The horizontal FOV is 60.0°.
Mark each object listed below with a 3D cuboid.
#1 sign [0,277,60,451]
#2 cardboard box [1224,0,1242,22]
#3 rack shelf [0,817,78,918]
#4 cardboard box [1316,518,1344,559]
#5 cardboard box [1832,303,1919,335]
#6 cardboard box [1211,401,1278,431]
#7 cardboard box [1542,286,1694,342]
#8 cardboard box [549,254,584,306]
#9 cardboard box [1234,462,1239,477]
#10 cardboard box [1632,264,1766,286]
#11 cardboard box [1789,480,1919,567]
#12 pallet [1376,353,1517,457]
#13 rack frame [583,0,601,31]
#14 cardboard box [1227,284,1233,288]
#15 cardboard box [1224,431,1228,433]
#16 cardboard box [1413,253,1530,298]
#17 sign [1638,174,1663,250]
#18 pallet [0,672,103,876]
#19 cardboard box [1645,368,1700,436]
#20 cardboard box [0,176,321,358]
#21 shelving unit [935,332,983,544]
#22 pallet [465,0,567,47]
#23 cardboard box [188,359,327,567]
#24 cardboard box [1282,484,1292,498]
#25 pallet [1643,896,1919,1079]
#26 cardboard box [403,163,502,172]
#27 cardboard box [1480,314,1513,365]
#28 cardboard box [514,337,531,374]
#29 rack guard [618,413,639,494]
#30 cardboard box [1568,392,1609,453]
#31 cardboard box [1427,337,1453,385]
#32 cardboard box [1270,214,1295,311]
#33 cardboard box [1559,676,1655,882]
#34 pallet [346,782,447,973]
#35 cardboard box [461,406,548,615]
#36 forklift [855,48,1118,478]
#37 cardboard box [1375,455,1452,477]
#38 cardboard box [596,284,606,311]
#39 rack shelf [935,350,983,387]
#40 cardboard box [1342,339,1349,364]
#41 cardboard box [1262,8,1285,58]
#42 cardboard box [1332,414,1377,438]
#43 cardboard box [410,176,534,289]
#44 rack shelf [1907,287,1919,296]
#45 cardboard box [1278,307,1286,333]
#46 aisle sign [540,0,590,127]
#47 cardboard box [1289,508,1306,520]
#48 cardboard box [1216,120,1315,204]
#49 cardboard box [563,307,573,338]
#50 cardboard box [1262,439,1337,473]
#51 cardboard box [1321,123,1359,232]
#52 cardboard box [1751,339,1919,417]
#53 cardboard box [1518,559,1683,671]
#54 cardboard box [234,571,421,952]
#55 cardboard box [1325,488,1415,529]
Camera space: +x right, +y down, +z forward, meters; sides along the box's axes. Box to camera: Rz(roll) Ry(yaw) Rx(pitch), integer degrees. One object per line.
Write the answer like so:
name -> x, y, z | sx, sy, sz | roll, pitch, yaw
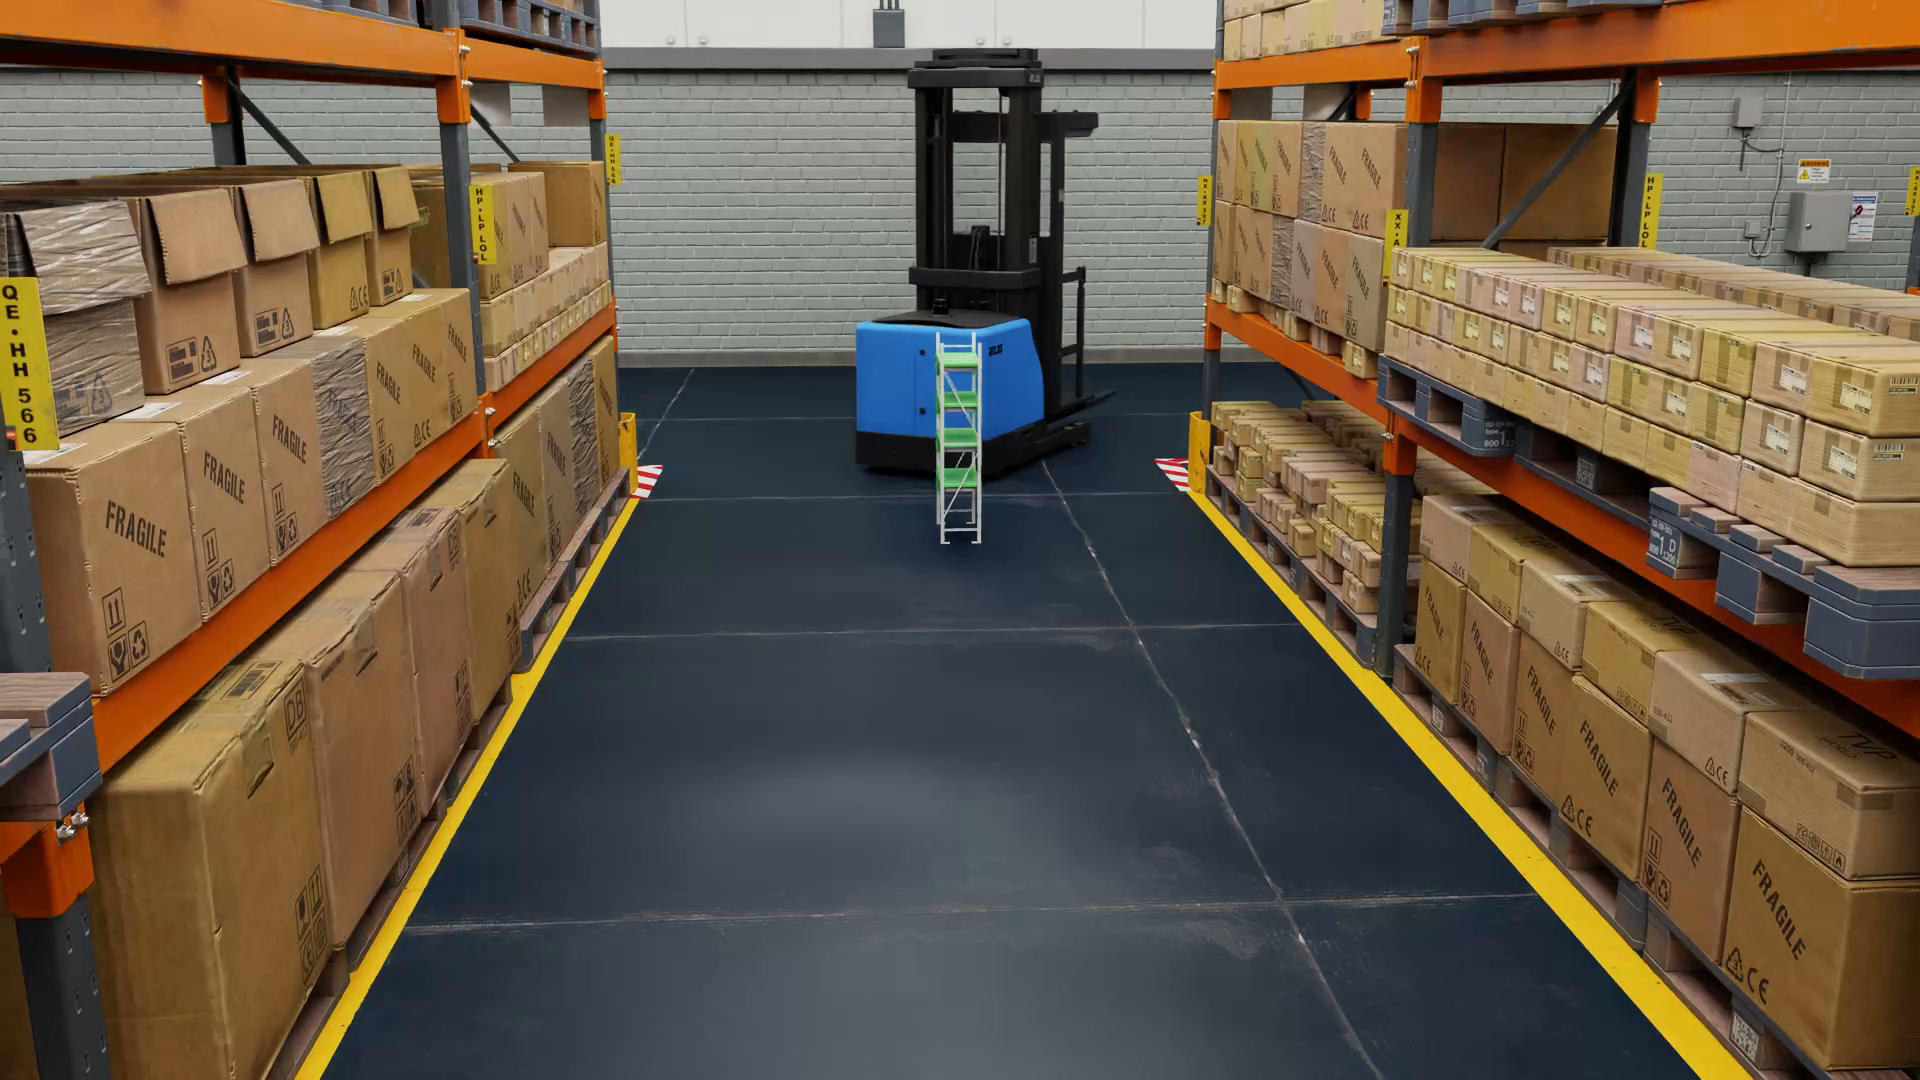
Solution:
sign -> -1.758, -0.327, 3.113 | 0.100, 0.325, 0.005 | -1, 14, -3
cardboard box -> 1.930, -3.342, 10.272 | 0.500, 0.250, 0.500 | -1, 14, -3
rack shelf -> -2.175, 1.052, 1.362 | 1.077, 0.370, 4.000 | -1, 14, -3
cardboard box -> 2.010, -0.014, 8.342 | 0.380, 0.149, 0.250 | -1, 14, -5
cardboard box -> 2.758, -0.594, 4.783 | 0.380, 0.149, 0.250 | 0, 14, -1
cardboard box -> 1.855, -0.810, 10.841 | 0.380, 0.149, 0.250 | -2, 15, -6
cardboard box -> 2.076, -0.716, 5.259 | 0.380, 0.149, 0.250 | 0, 14, -2
cardboard box -> -2.437, -1.486, 9.486 | 0.500, 0.250, 0.500 | -1, 14, -5
cardboard box -> 1.973, -0.459, 10.668 | 0.380, 0.149, 0.250 | -1, 14, -4
cardboard box -> 2.677, -0.917, 6.038 | 0.380, 0.149, 0.250 | -1, 14, -4
cardboard box -> 2.168, -0.043, 3.834 | 0.380, 0.149, 0.250 | -1, 14, -3
pallet -> 2.312, -0.555, 6.549 | 1.003, 0.211, 1.213 | -1, 14, -3
rack frame -> -2.795, -4.689, 10.191 | 1.000, 3.000, 0.127 | -1, 14, -3
cardboard box -> 1.912, -1.565, 10.594 | 0.380, 0.149, 0.250 | 0, 14, -1
cardboard box -> 1.938, -0.668, 10.883 | 0.380, 0.149, 0.250 | 0, 14, -1
cardboard box -> 1.998, -1.036, 6.500 | 0.380, 0.149, 0.250 | 0, 14, -2
sign -> 2.963, -1.410, 7.165 | 0.100, 0.325, 0.005 | -1, 14, -3
pallet -> -2.149, 0.474, 2.547 | 1.213, 0.211, 1.003 | -1, 14, -3
cardboard box -> 2.120, -0.381, 4.552 | 0.380, 0.149, 0.250 | -1, 14, -3
cardboard box -> -2.414, -0.839, 5.054 | 0.797, 0.503, 0.637 | 0, 14, -2
shelving unit -> -0.010, -0.622, 10.037 | 0.258, 1.200, 0.503 | -1, 14, -3
pallet -> -2.660, -2.705, 8.678 | 1.003, 0.211, 1.213 | -1, 14, -3
cardboard box -> -2.127, -0.223, 4.673 | 0.500, 0.500, 0.500 | -1, 14, -4
cardboard box -> 2.079, -0.342, 9.618 | 0.380, 0.149, 0.250 | 0, 14, -1
pallet -> 2.611, 1.311, 4.509 | 1.003, 0.211, 1.213 | -1, 14, -3
cardboard box -> -3.004, -1.970, 9.863 | 0.500, 0.500, 0.500 | -1, 14, -5
cardboard box -> 2.045, -0.701, 5.794 | 0.380, 0.149, 0.250 | 0, 14, -1
cardboard box -> -2.267, -0.877, 7.918 | 0.380, 0.149, 0.250 | 0, 14, -2
rack guard -> -2.796, -0.579, 11.273 | 1.175, 0.500, 0.348 | -1, 14, -3
cardboard box -> 2.094, -0.362, 5.074 | 0.380, 0.149, 0.250 | 0, 14, -2
cardboard box -> 2.010, -0.686, 6.333 | 0.380, 0.149, 0.250 | -1, 14, -3
cardboard box -> 2.028, -1.530, 9.156 | 0.500, 0.500, 0.500 | -1, 14, -5
cardboard box -> 2.278, 0.742, 5.298 | 0.500, 0.500, 0.500 | -2, 15, -6
pallet -> -2.345, 1.057, 5.496 | 1.003, 0.211, 1.213 | -1, 14, -3
cardboard box -> -2.508, -0.129, 7.928 | 0.875, 0.875, 0.875 | -1, 14, -3
forklift -> 0.363, -2.174, 12.593 | 1.130, 2.935, 3.031 | 7, 16, 26
cardboard box -> 2.500, -0.367, 9.118 | 0.380, 0.149, 0.250 | -1, 15, -6
cardboard box -> -2.426, -1.514, 10.394 | 0.380, 0.149, 0.250 | -1, 14, -3
rack shelf -> -0.010, -1.025, 9.933 | 0.258, 0.148, 0.480 | -1, 14, -3
cardboard box -> 2.077, -0.916, 8.070 | 0.380, 0.149, 0.250 | 0, 14, -1
cardboard box -> 2.008, -2.841, 9.328 | 0.500, 0.250, 0.500 | -1, 14, -5
cardboard box -> 2.549, -0.692, 10.382 | 0.380, 0.149, 0.250 | -1, 14, -5
cardboard box -> -2.344, -1.469, 7.915 | 0.500, 0.500, 0.500 | -1, 14, -3
rack shelf -> 7.220, -1.091, 9.690 | 1.077, 0.370, 4.000 | -1, 14, -3
cardboard box -> 2.002, -1.241, 9.332 | 0.380, 0.149, 0.250 | 0, 14, -1
aisle sign -> -2.500, -3.065, 10.702 | 0.394, 0.787, 0.004 | -1, 14, -3
cardboard box -> 2.032, -0.079, 9.190 | 0.380, 0.149, 0.250 | -1, 14, -2
cardboard box -> 1.925, -2.396, 10.515 | 0.500, 0.500, 0.500 | -1, 14, -4
cardboard box -> -2.350, -1.198, 9.168 | 0.380, 0.149, 0.250 | -1, 14, -2
cardboard box -> 1.956, -0.483, 9.570 | 0.380, 0.149, 0.250 | -1, 14, -3
cardboard box -> 2.073, -1.758, 8.036 | 0.500, 0.500, 0.500 | -1, 14, -5
cardboard box -> 2.156, -0.393, 4.000 | 0.380, 0.149, 0.250 | -1, 14, -4
cardboard box -> 2.254, 0.251, 5.700 | 0.500, 0.250, 0.500 | 0, 14, -1
cardboard box -> -2.369, 0.638, 4.949 | 1.225, 0.875, 0.875 | -1, 14, -3
cardboard box -> 2.050, -0.160, 8.314 | 0.380, 0.149, 0.250 | -1, 14, -4
